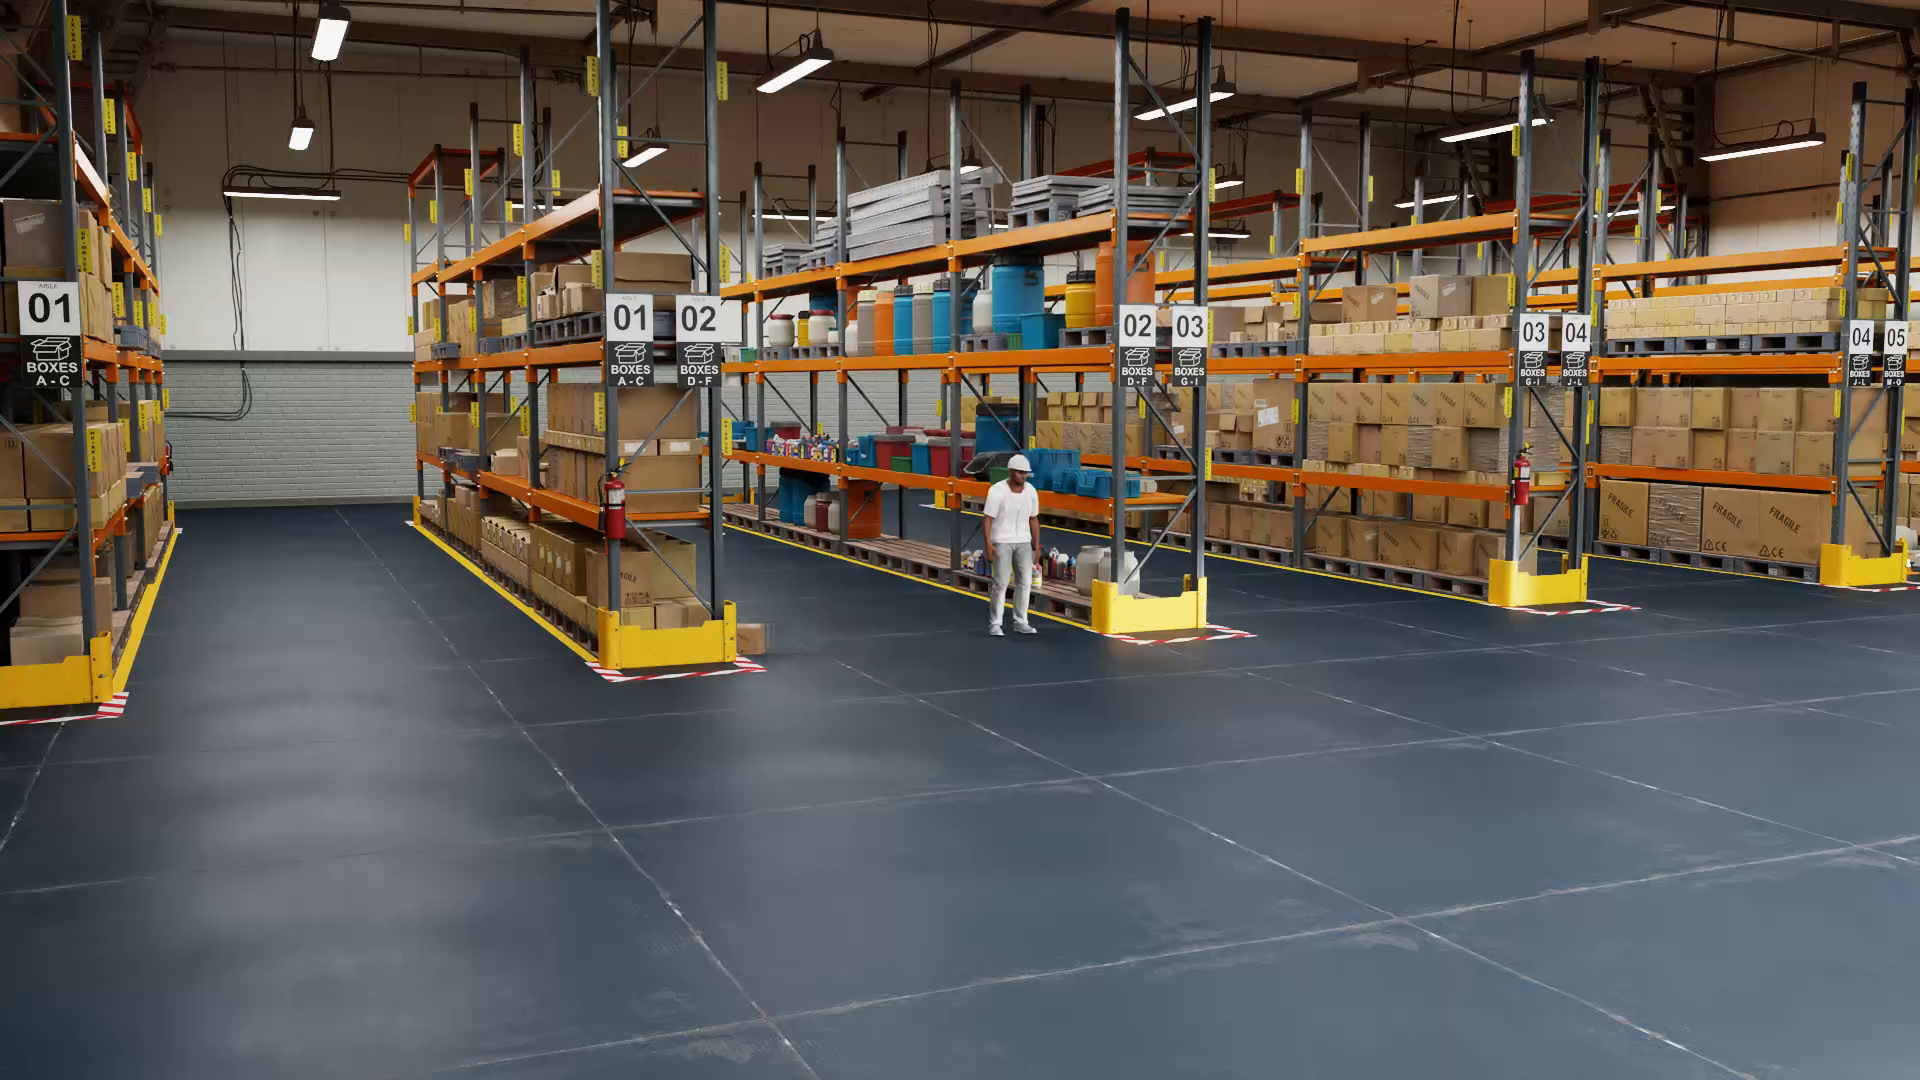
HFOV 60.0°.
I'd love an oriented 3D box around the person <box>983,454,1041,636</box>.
[{"bbox_3d":[0.519,0.044,16.206,0.625,1.759,0.463,-3,6,-26],"label":"person"}]
